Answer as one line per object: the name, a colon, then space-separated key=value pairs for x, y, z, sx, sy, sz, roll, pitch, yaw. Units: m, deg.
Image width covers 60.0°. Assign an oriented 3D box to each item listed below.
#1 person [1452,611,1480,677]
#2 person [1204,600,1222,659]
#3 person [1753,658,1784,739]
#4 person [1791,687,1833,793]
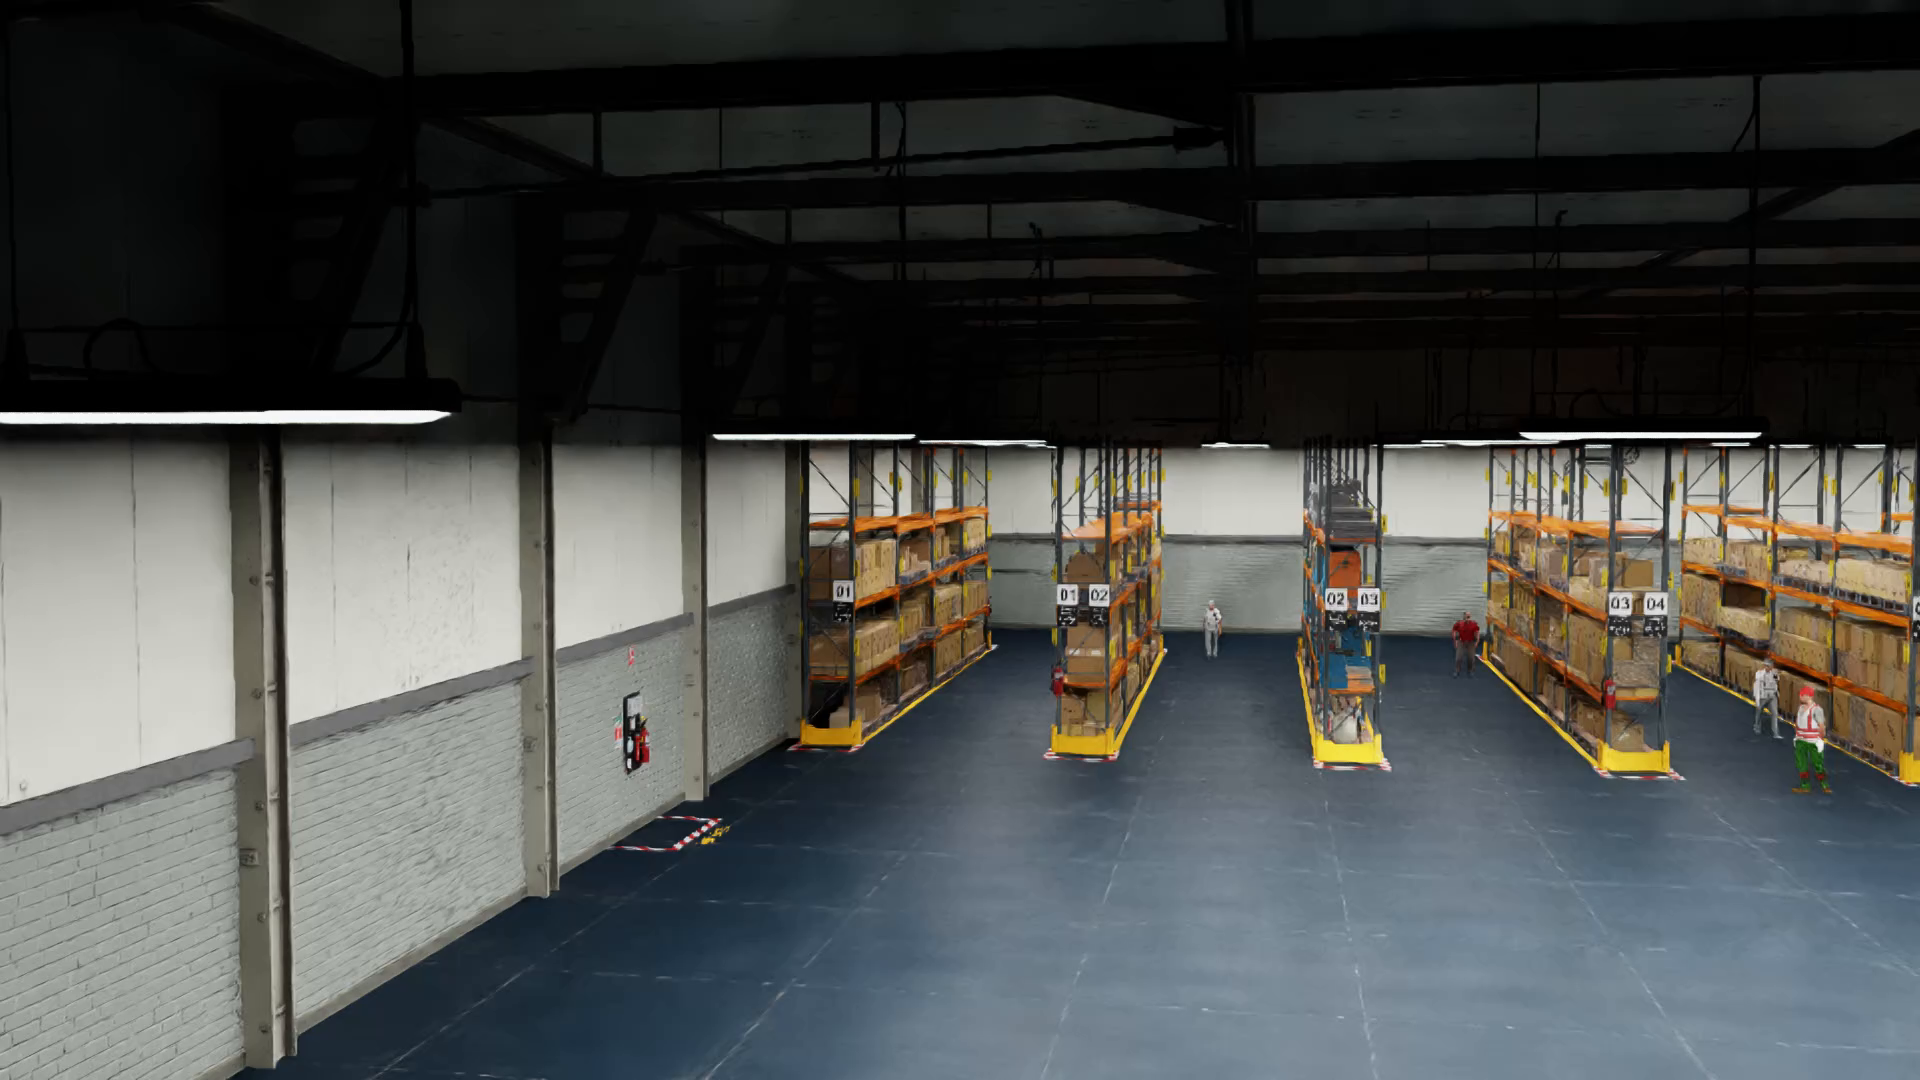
person: x=12.759 y=2.622 z=41.954 sx=0.682 sy=1.676 sz=0.535 roll=1 pitch=3 yaw=11
person: x=6.935 y=2.449 z=45.634 sx=0.493 sy=1.605 sz=0.982 roll=1 pitch=3 yaw=9
person: x=16.055 y=3.118 z=33.089 sx=0.495 sy=1.589 sz=1.086 roll=1 pitch=3 yaw=13
person: x=14.221 y=3.338 z=27.771 sx=0.553 sy=1.781 sz=0.647 roll=-1 pitch=3 yaw=-19
